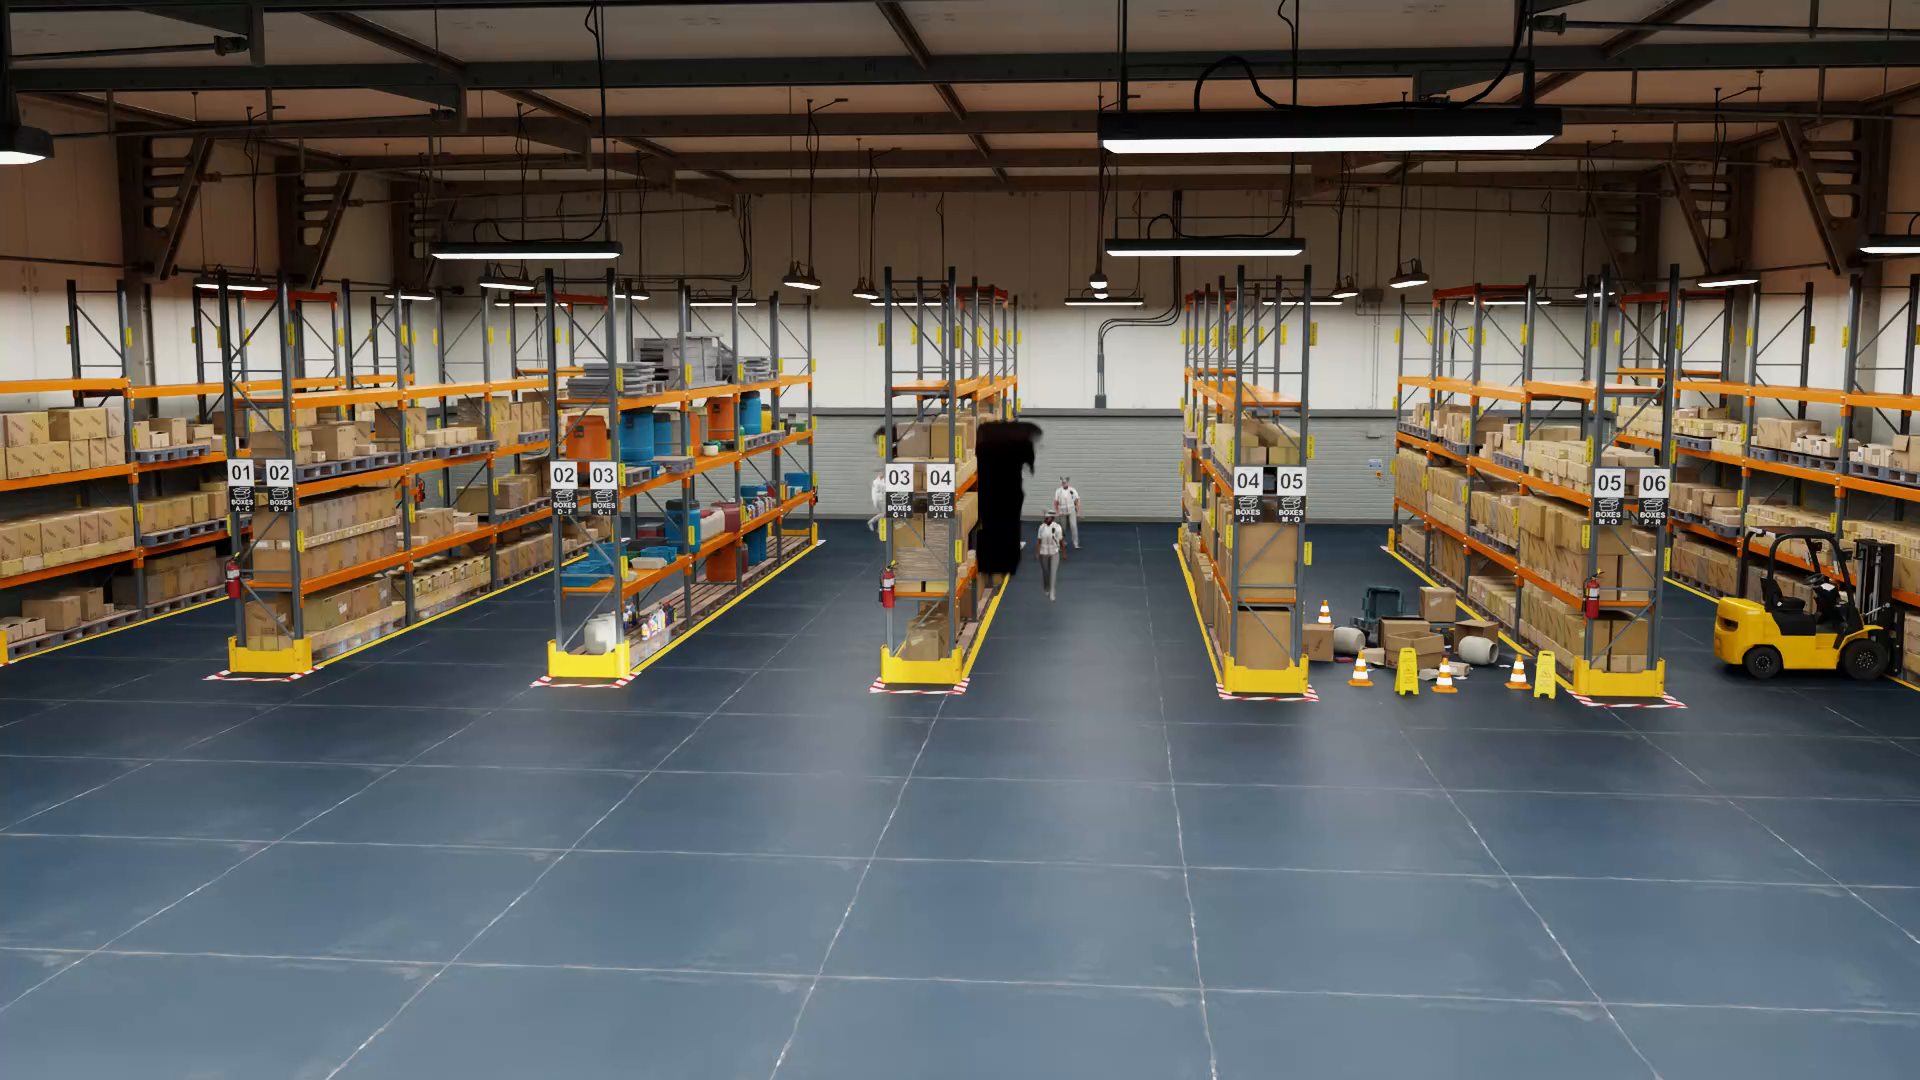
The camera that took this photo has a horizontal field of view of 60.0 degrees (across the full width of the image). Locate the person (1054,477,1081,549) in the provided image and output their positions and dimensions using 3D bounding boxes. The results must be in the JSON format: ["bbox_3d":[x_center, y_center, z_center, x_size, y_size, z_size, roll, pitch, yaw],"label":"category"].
[{"bbox_3d":[2.565,-0.659,39.601,0.647,1.706,0.882,0,7,-1],"label":"person"}]

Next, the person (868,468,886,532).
[{"bbox_3d":[-2.079,-1.017,42.609,0.543,1.669,0.480,1,7,8],"label":"person"}]

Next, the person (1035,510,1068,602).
[{"bbox_3d":[1.648,0.262,29.966,0.592,1.635,0.913,1,7,9],"label":"person"}]
